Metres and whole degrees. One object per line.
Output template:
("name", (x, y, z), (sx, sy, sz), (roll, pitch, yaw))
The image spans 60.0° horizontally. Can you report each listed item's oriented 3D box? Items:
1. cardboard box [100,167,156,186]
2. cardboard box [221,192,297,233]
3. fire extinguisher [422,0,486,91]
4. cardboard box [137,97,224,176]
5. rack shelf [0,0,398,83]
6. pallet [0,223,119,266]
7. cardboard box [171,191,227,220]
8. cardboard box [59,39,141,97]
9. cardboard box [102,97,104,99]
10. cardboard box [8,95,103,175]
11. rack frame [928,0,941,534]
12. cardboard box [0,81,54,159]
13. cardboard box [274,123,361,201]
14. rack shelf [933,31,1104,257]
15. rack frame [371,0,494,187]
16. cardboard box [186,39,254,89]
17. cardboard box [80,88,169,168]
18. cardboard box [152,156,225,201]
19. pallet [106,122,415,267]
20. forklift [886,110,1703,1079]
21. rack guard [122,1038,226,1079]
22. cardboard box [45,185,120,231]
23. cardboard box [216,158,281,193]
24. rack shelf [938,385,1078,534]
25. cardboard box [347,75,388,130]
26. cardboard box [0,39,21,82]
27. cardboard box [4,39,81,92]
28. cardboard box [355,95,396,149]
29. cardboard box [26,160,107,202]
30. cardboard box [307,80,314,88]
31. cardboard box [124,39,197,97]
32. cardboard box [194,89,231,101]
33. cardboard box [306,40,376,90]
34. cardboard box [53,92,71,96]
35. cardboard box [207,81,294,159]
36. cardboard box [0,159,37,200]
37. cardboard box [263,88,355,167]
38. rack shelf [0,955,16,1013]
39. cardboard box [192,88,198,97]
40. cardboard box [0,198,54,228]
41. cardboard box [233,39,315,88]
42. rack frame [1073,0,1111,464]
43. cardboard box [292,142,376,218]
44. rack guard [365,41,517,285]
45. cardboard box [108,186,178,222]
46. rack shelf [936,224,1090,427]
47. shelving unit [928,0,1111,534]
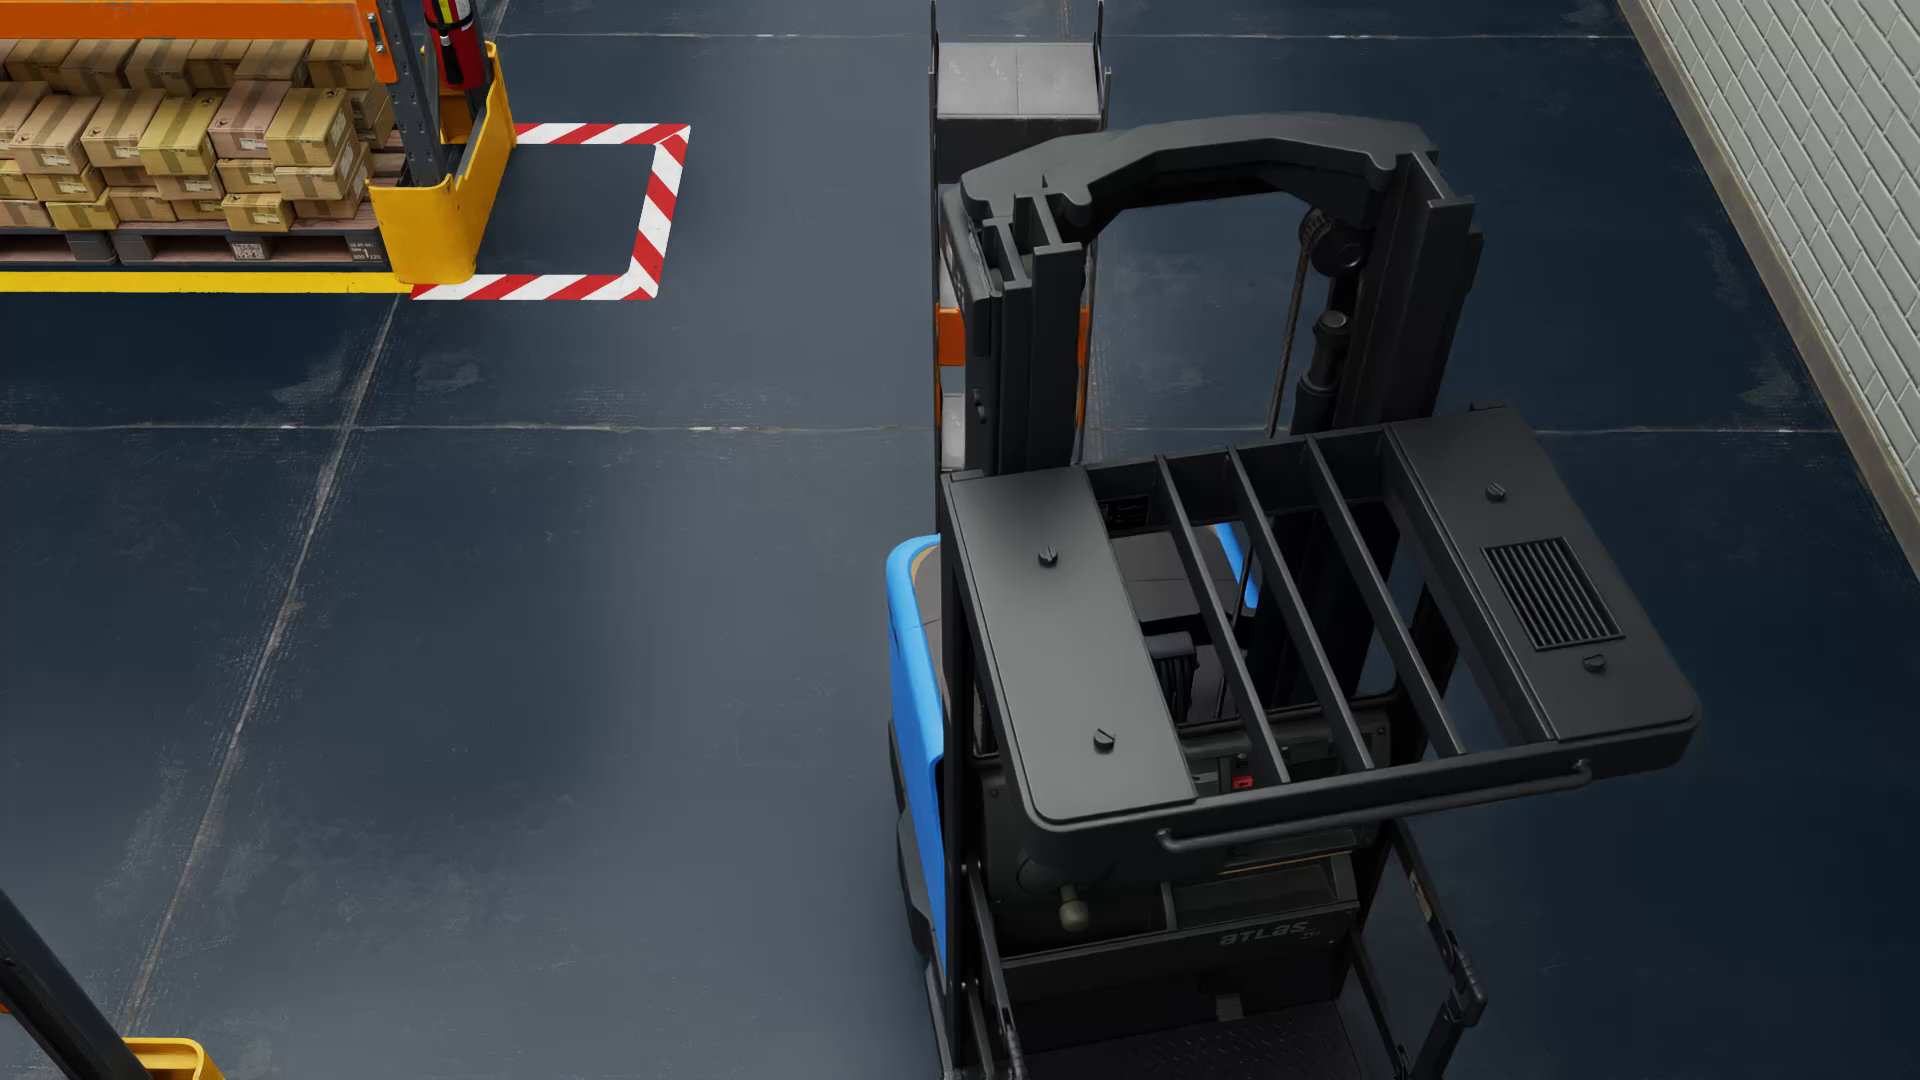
("cardboard box", (-3.559, -1.714, 7.253), (0.250, 0.149, 0.380), (0, 47, 0))
("cardboard box", (-3.027, -1.519, 7.275), (0.250, 0.149, 0.380), (1, 47, 1))
("fire extinguisher", (-1.992, -2.080, 6.444), (0.183, 0.674, 0.296), (0, 47, 0))
("cardboard box", (-3.283, -1.713, 7.049), (0.250, 0.149, 0.380), (-1, 47, -1))
("rack shelf", (-4.242, -2.332, 6.863), (4.000, 0.370, 1.077), (0, 47, 0))
("pallet", (-4.347, -1.656, 7.647), (1.213, 0.211, 1.003), (0, 47, 0))
("cardboard box", (-3.290, -1.583, 7.335), (0.250, 0.149, 0.380), (0, 47, 0))
("cardboard box", (-3.818, -2.151, 7.458), (0.250, 0.149, 0.380), (2, 47, 2))
("cardboard box", (-3.805, -2.024, 7.542), (0.250, 0.149, 0.380), (-2, 47, -2))
("cardboard box", (-3.810, -1.720, 7.056), (0.250, 0.149, 0.380), (2, 47, 2))
("rack frame", (-0.078, -0.716, 5.482), (0.015, 2.100, 0.400), (0, 47, 0))
("cardboard box", (-4.073, -1.802, 7.132), (0.250, 0.149, 0.380), (-1, 47, -1))
("cardboard box", (-2.771, -1.637, 7.182), (0.250, 0.149, 0.380), (-1, 47, -1))
("rack shelf", (0.166, -1.183, 4.979), (0.480, 0.518, 0.431), (0, 47, 0))
("rack frame", (-2.242, -2.572, 6.595), (0.127, 3.000, 1.000), (0, 47, 0))
("cardboard box", (-3.292, -2.204, 7.506), (0.250, 0.149, 0.380), (0, 47, 0))
("cardboard box", (-3.541, -1.760, 7.093), (0.250, 0.149, 0.380), (-2, 47, -1))
("cardboard box", (-3.290, -1.638, 7.183), (0.250, 0.149, 0.380), (-2, 47, -1))
("pallet", (-3.130, -1.650, 7.642), (1.213, 0.211, 1.003), (0, 47, 0))
("forklift", (0.553, 0.728, 3.570), (1.130, 2.935, 3.031), (-8, 48, -7))
("rack guard", (-2.135, 1.903, 4.137), (0.348, 0.500, 1.175), (0, 47, 0))
("cardboard box", (-3.793, -1.529, 7.284), (0.250, 0.149, 0.380), (-2, 47, -2))
("cardboard box", (-3.032, -1.678, 7.220), (0.250, 0.149, 0.380), (-1, 47, -1))
("rack shelf", (0.166, -0.229, 6.003), (0.480, 0.518, 0.431), (0, 47, 0))
("cardboard box", (-2.765, -2.034, 7.552), (0.250, 0.149, 0.380), (2, 47, 2))
("cardboard box", (-4.332, -2.116, 7.425), (0.250, 0.149, 0.380), (0, 47, 0))
("cardboard box", (-4.081, -2.186, 7.489), (0.250, 0.149, 0.380), (1, 47, 1))
("cardboard box", (-2.765, -1.979, 7.704), (0.250, 0.149, 0.380), (1, 47, 1))
("cardboard box", (-3.808, -1.630, 7.175), (0.250, 0.149, 0.380), (1, 47, 1))
("cardboard box", (-3.038, -2.076, 7.591), (0.250, 0.149, 0.380), (0, 47, 0))
("cardboard box", (-3.540, -2.144, 7.450), (0.250, 0.149, 0.380), (-2, 47, -2))
("cardboard box", (-3.284, -2.012, 7.531), (0.250, 0.149, 0.380), (1, 47, 1))
("cardboard box", (-2.765, -2.196, 7.499), (0.250, 0.149, 0.380), (-2, 47, -2))
("cardboard box", (-4.077, -1.994, 7.514), (0.250, 0.149, 0.380), (2, 47, 2))
("cardboard box", (-3.023, -1.805, 7.135), (0.250, 0.149, 0.380), (1, 47, 1))
("cardboard box", (-4.065, -1.644, 7.188), (0.250, 0.149, 0.380), (2, 47, 2))
("cardboard box", (-2.772, -1.762, 7.095), (0.250, 0.149, 0.380), (1, 47, 1))
("rack shelf", (-4.159, 1.291, 3.490), (4.000, 0.370, 1.077), (0, 47, 0))
("cardboard box", (-3.540, -2.092, 7.606), (0.250, 0.149, 0.380), (1, 47, 1))
("cardboard box", (-4.066, -1.544, 7.299), (0.250, 0.149, 0.380), (1, 47, 1))
("cardboard box", (-3.041, -2.109, 7.418), (0.250, 0.149, 0.380), (1, 47, 1))
("rack frame", (0.410, -0.714, 5.480), (0.015, 2.100, 0.400), (0, 47, 0))
("cardboard box", (-2.769, -1.592, 7.344), (0.250, 0.149, 0.380), (1, 47, 1))
("rack guard", (-2.318, -1.720, 7.510), (0.348, 0.500, 1.175), (0, 47, 0))
("cardboard box", (-3.537, -1.574, 7.326), (0.250, 0.149, 0.380), (1, 47, 1))
("rack shelf", (0.166, -0.706, 5.491), (0.480, 0.518, 0.431), (0, 47, 0))
("shelving unit", (0.166, -0.715, 5.481), (0.503, 2.100, 0.431), (0, 47, 0))
